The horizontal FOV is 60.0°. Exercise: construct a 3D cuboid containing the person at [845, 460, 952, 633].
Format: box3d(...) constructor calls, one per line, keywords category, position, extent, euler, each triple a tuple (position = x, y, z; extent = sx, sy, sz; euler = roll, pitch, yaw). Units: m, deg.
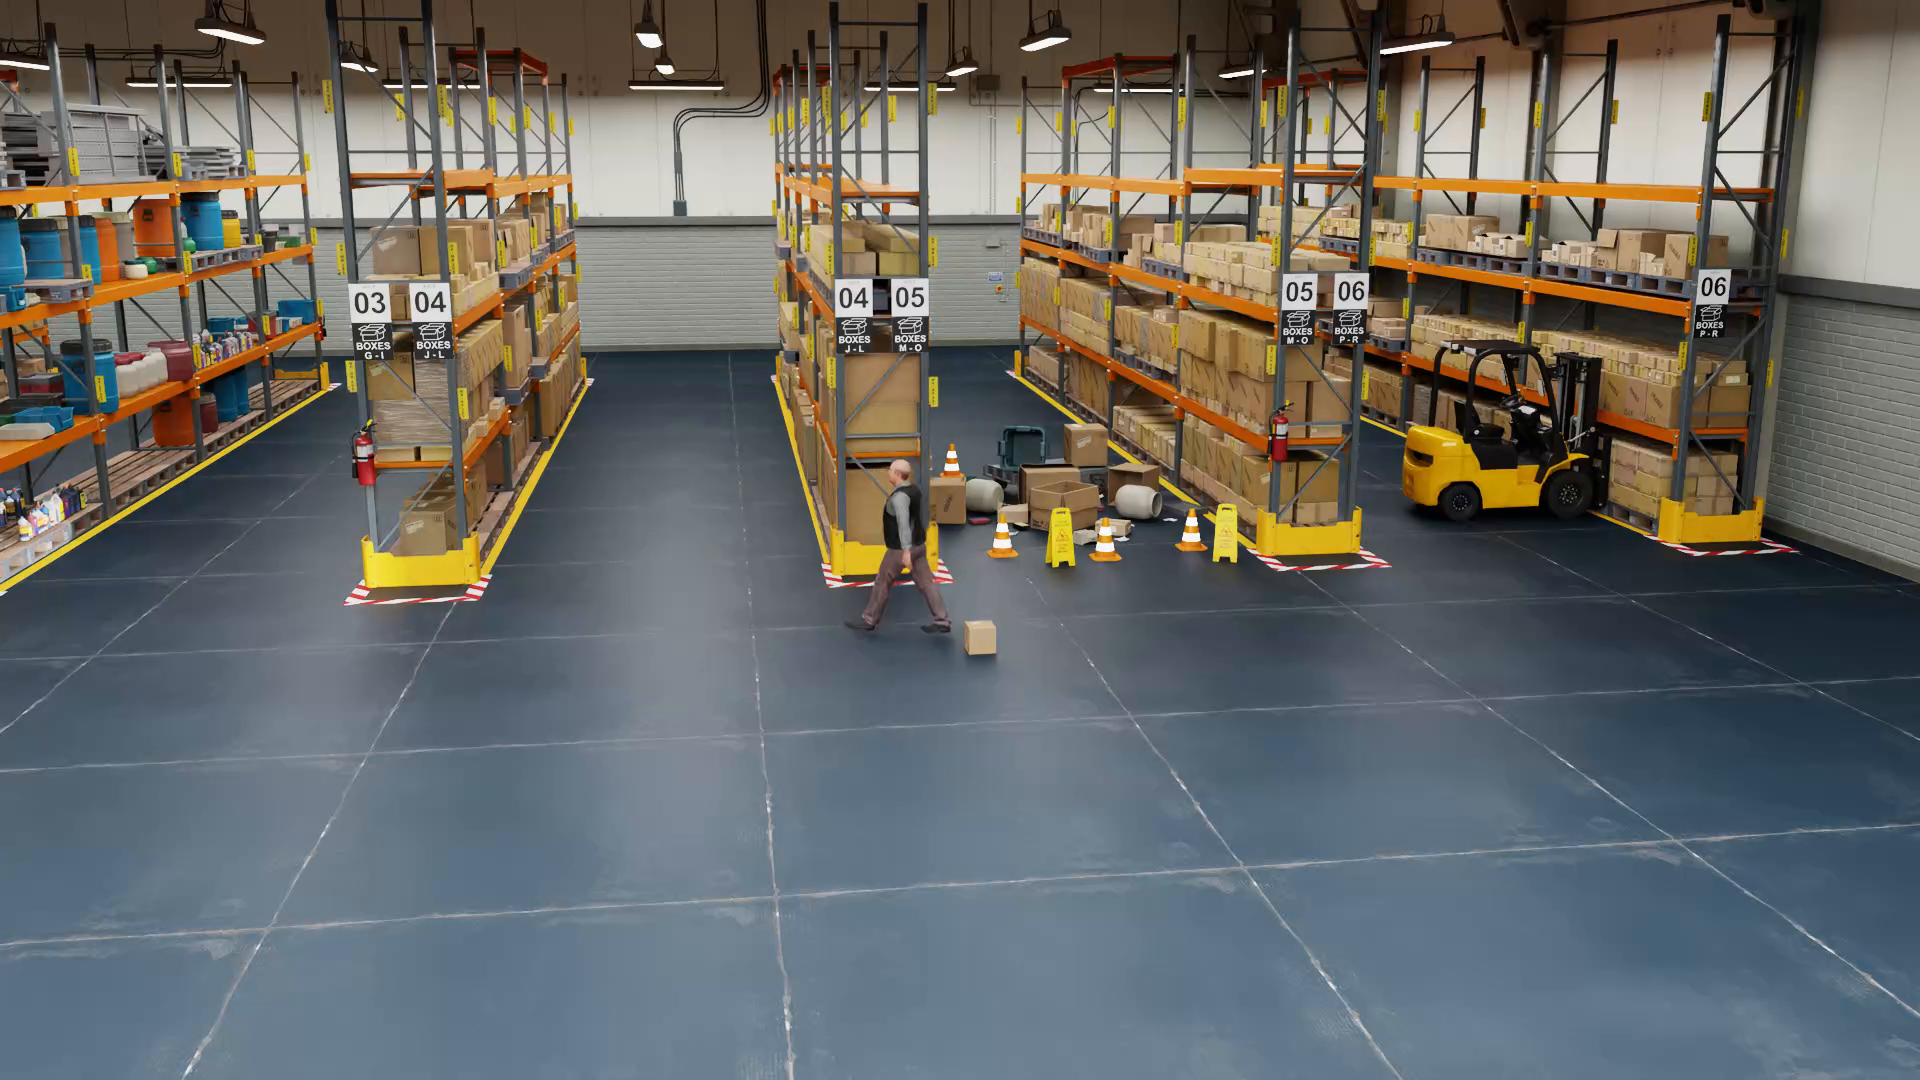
box3d(category="person", position=(-0.565, 0.054, 15.790), extent=(1.033, 1.657, 0.537), euler=(6, 14, 23))
